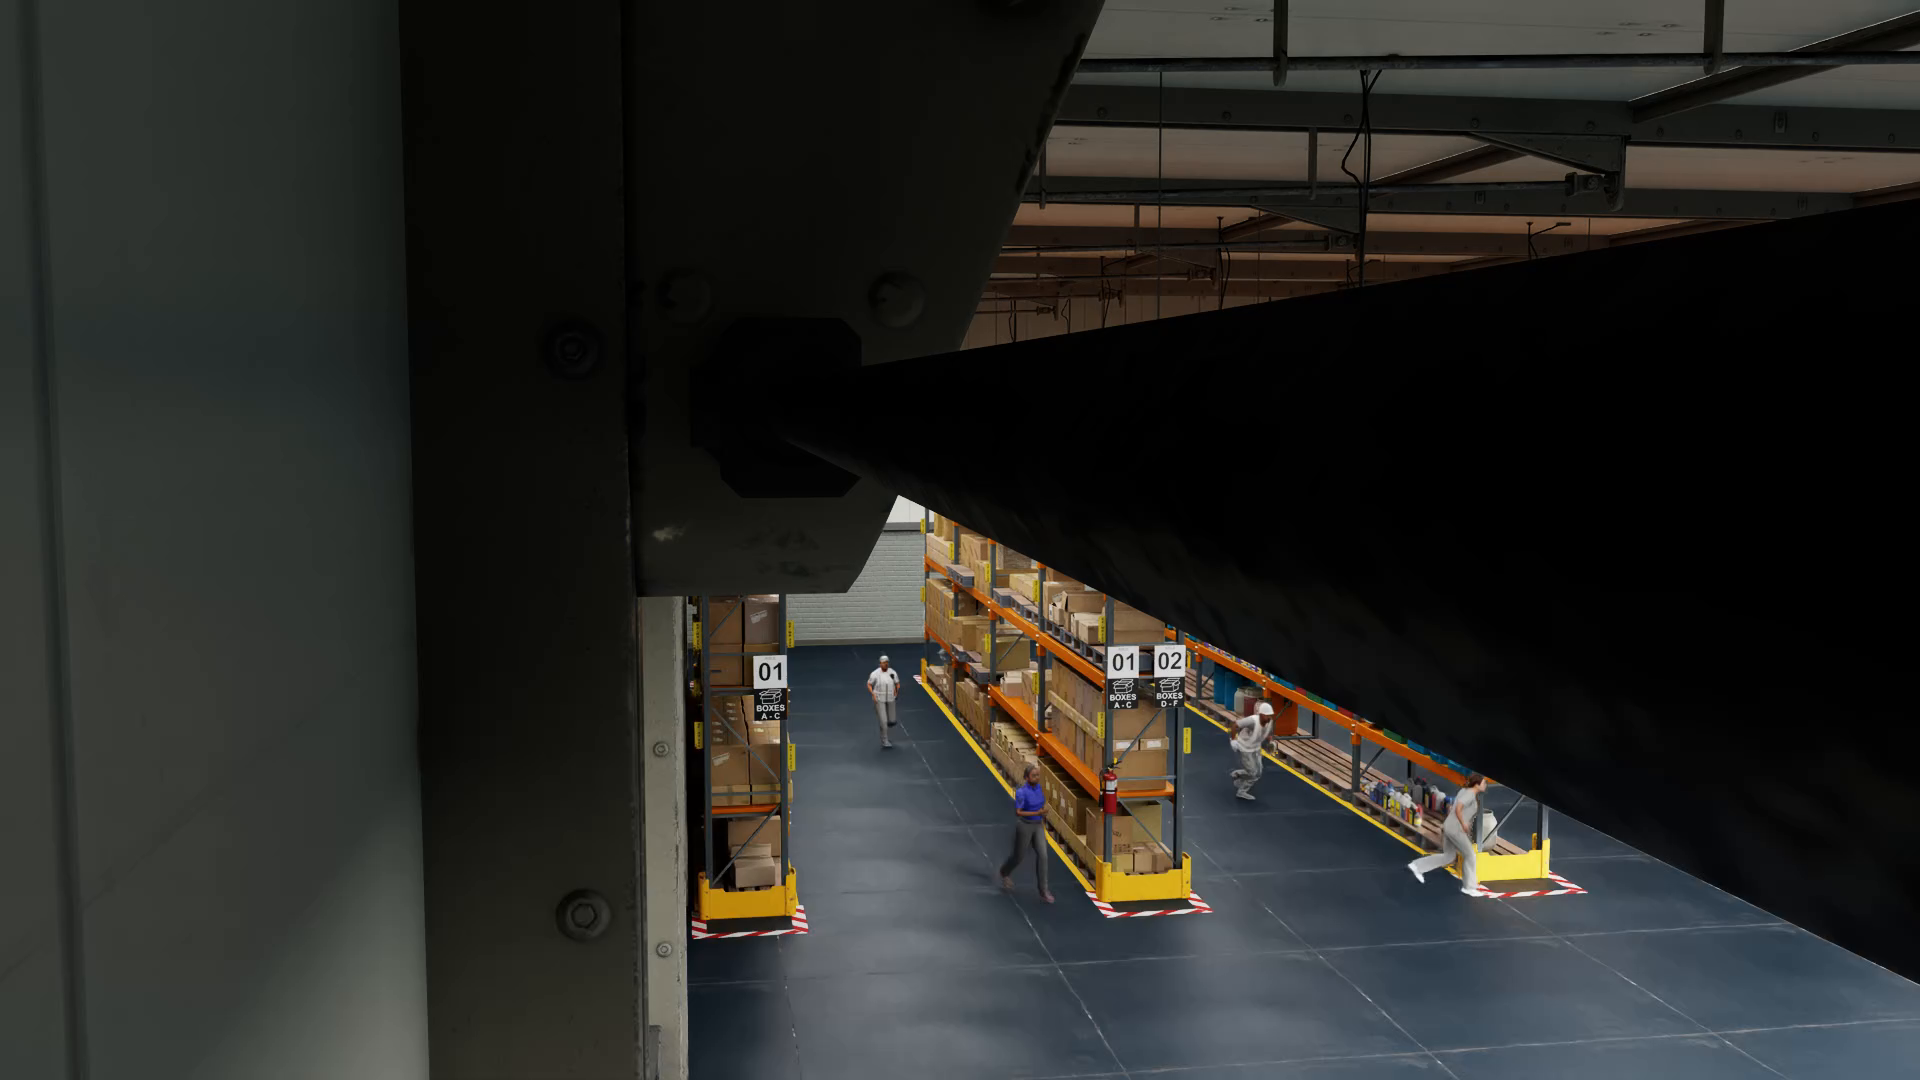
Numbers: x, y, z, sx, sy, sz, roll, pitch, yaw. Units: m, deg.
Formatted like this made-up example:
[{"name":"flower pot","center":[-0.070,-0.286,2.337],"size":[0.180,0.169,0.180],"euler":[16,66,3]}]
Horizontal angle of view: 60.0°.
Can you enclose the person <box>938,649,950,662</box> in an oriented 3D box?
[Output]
[{"name":"person","center":[-0.123,2.147,38.373],"size":[0.755,1.697,0.588],"euler":[2,5,21]}]

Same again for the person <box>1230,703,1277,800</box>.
[{"name":"person","center":[4.510,3.279,25.789],"size":[0.711,1.583,0.871],"euler":[-3,6,-33]}]

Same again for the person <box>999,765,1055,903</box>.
[{"name":"person","center":[0.854,3.642,20.886],"size":[0.566,1.663,0.929],"euler":[-4,6,-39]}]

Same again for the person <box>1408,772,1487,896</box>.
[{"name":"person","center":[6.154,3.709,20.965],"size":[0.954,1.625,0.581],"euler":[1,5,15]}]

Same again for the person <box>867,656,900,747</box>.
[{"name":"person","center":[-1.381,2.884,29.983],"size":[0.588,1.625,0.640],"euler":[-2,5,-18]}]
